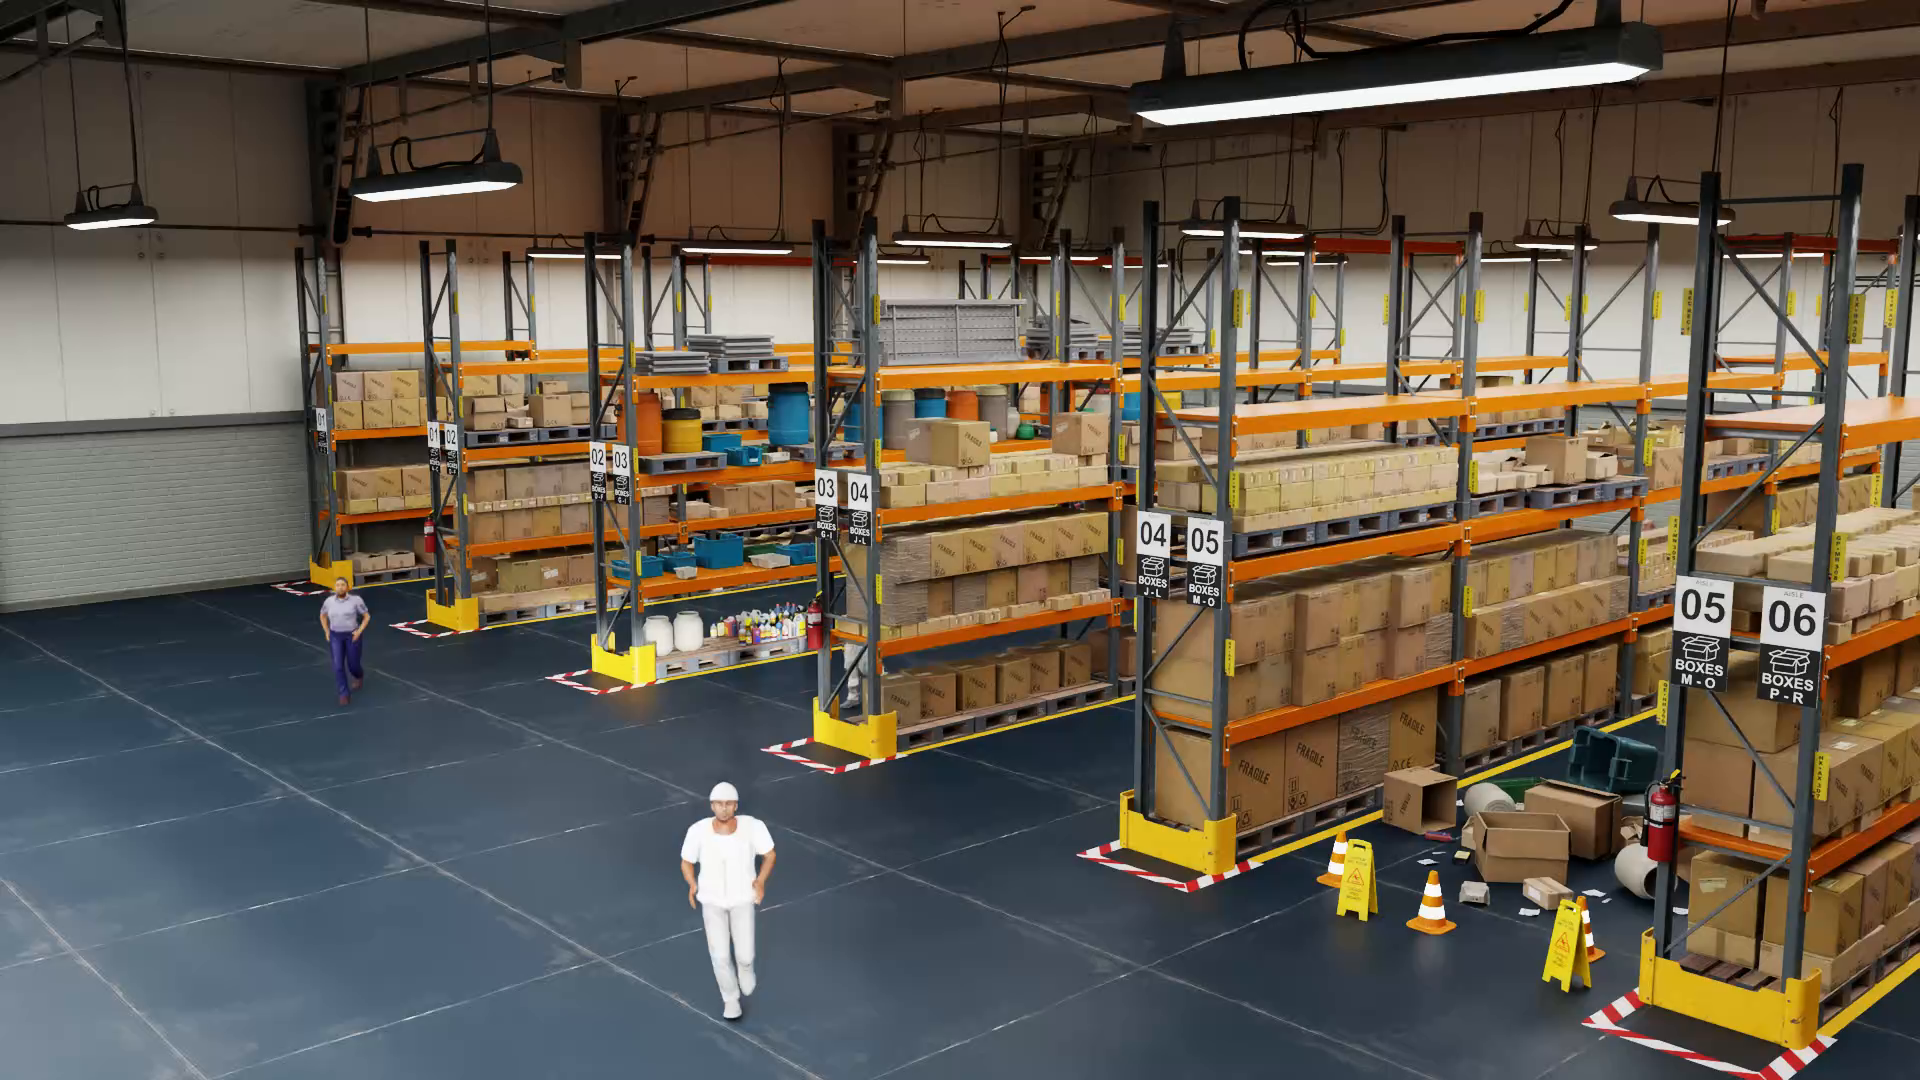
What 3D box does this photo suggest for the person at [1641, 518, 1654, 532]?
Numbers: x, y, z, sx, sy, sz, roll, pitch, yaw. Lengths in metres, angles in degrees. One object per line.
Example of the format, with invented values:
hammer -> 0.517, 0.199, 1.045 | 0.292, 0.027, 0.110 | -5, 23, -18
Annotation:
person -> 10.527, 0.574, 25.422 | 0.972, 1.826, 0.732 | -7, 11, -40

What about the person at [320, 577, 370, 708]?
person -> -7.854, 1.267, 21.259 | 0.618, 1.628, 0.751 | -2, 9, -13

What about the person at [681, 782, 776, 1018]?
person -> -1.666, 2.575, 11.959 | 0.679, 1.721, 0.576 | 0, 8, -3

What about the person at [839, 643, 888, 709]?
person -> -1.205, 1.212, 21.018 | 0.812, 1.780, 0.638 | -7, 11, -40
